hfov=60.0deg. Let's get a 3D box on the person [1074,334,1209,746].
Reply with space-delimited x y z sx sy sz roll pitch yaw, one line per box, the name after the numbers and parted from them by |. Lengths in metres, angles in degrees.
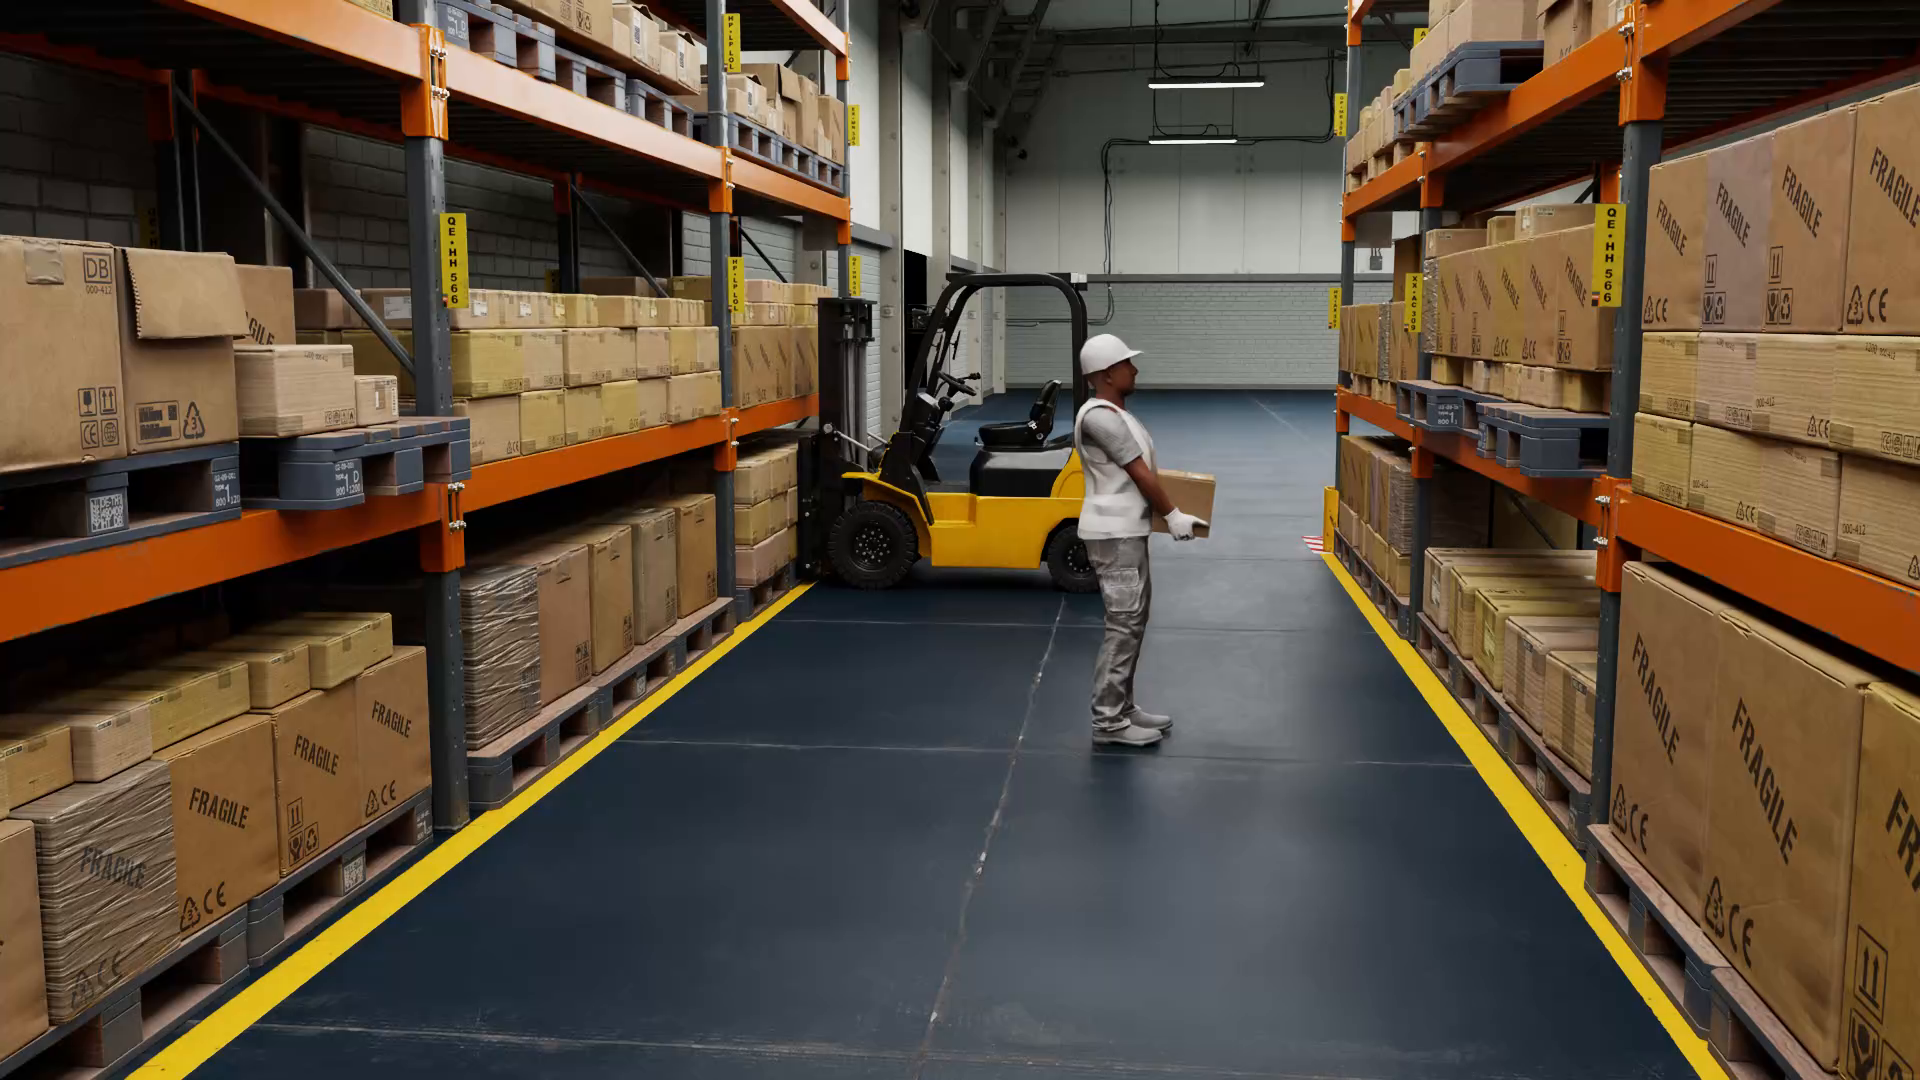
0.793 -0.008 7.294 0.584 1.778 0.487 1 8 6 | person
